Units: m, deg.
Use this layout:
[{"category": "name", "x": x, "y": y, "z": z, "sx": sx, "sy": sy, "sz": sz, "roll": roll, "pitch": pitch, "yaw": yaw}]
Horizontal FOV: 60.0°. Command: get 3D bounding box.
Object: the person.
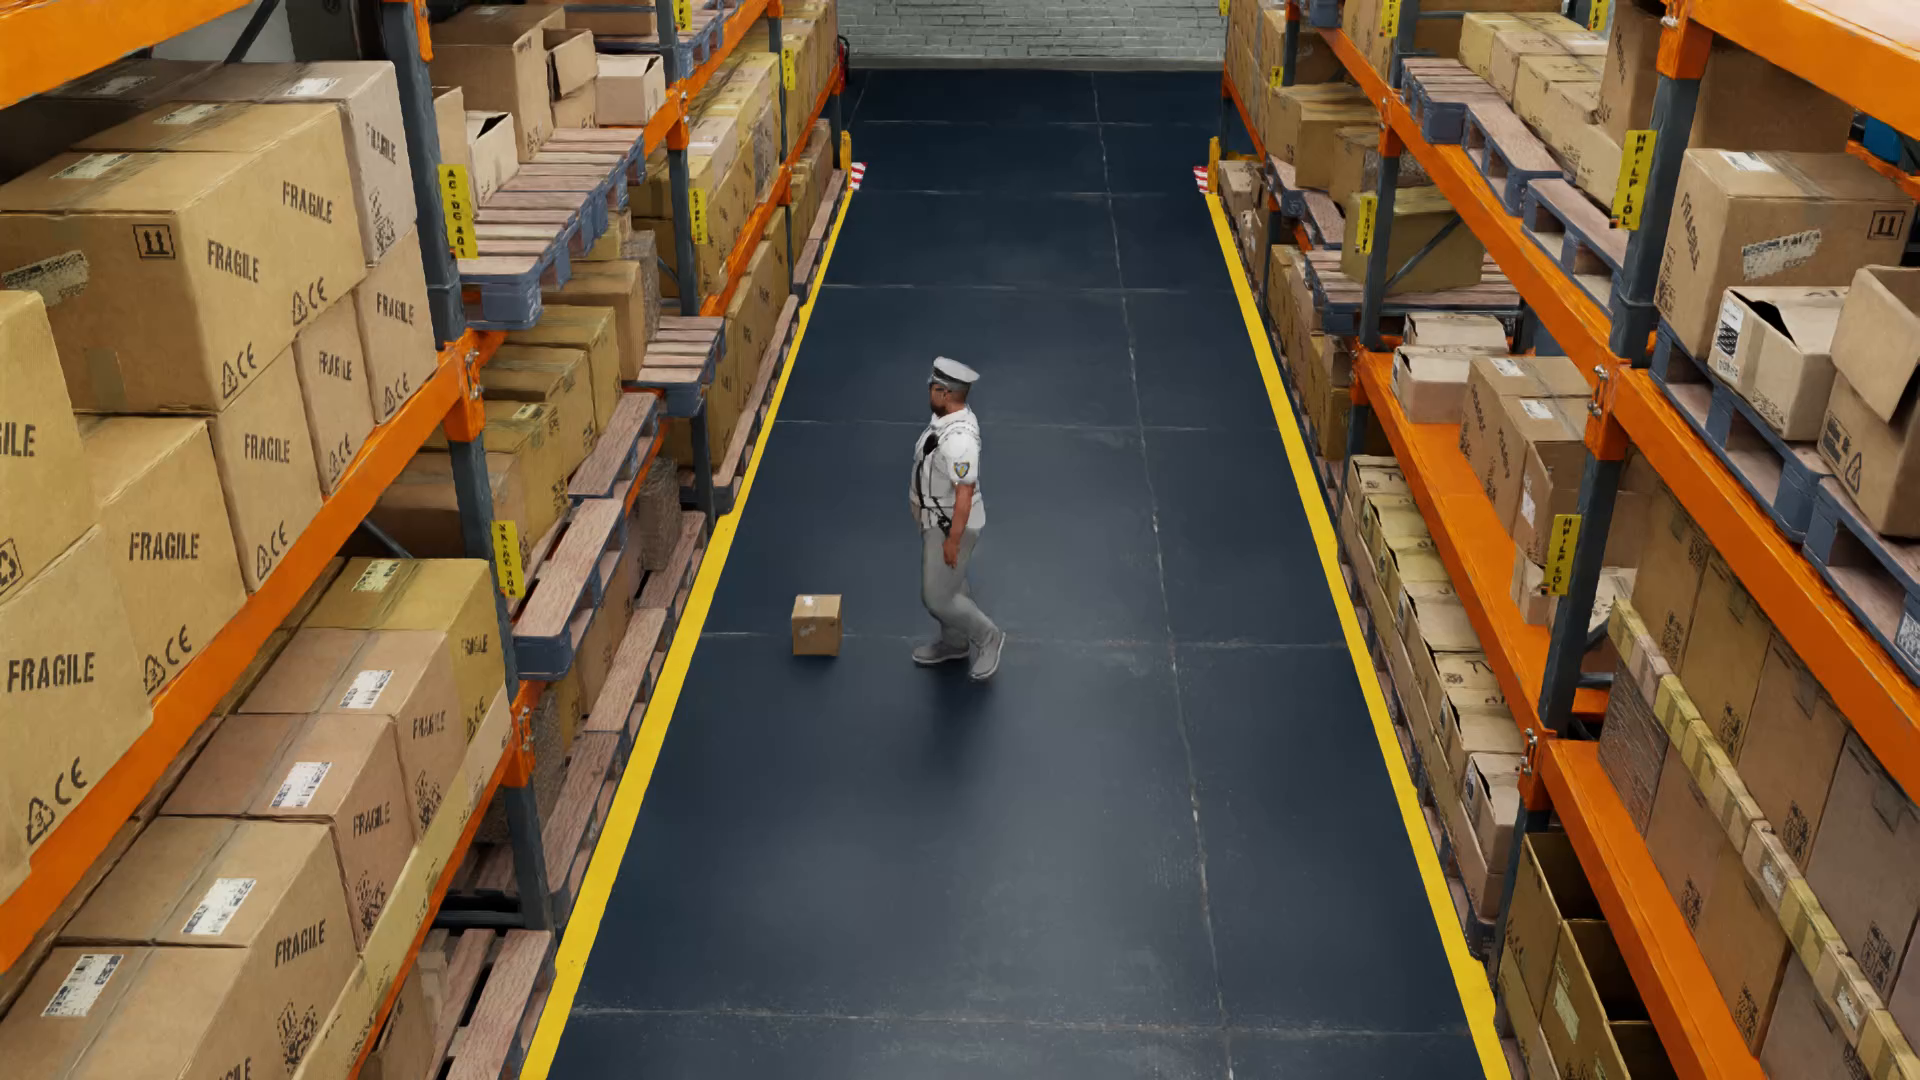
[{"category": "person", "x": -0.009, "y": -0.105, "z": 8.766, "sx": 0.511, "sy": 1.768, "sz": 0.558, "roll": -3, "pitch": 28, "yaw": -7}]
